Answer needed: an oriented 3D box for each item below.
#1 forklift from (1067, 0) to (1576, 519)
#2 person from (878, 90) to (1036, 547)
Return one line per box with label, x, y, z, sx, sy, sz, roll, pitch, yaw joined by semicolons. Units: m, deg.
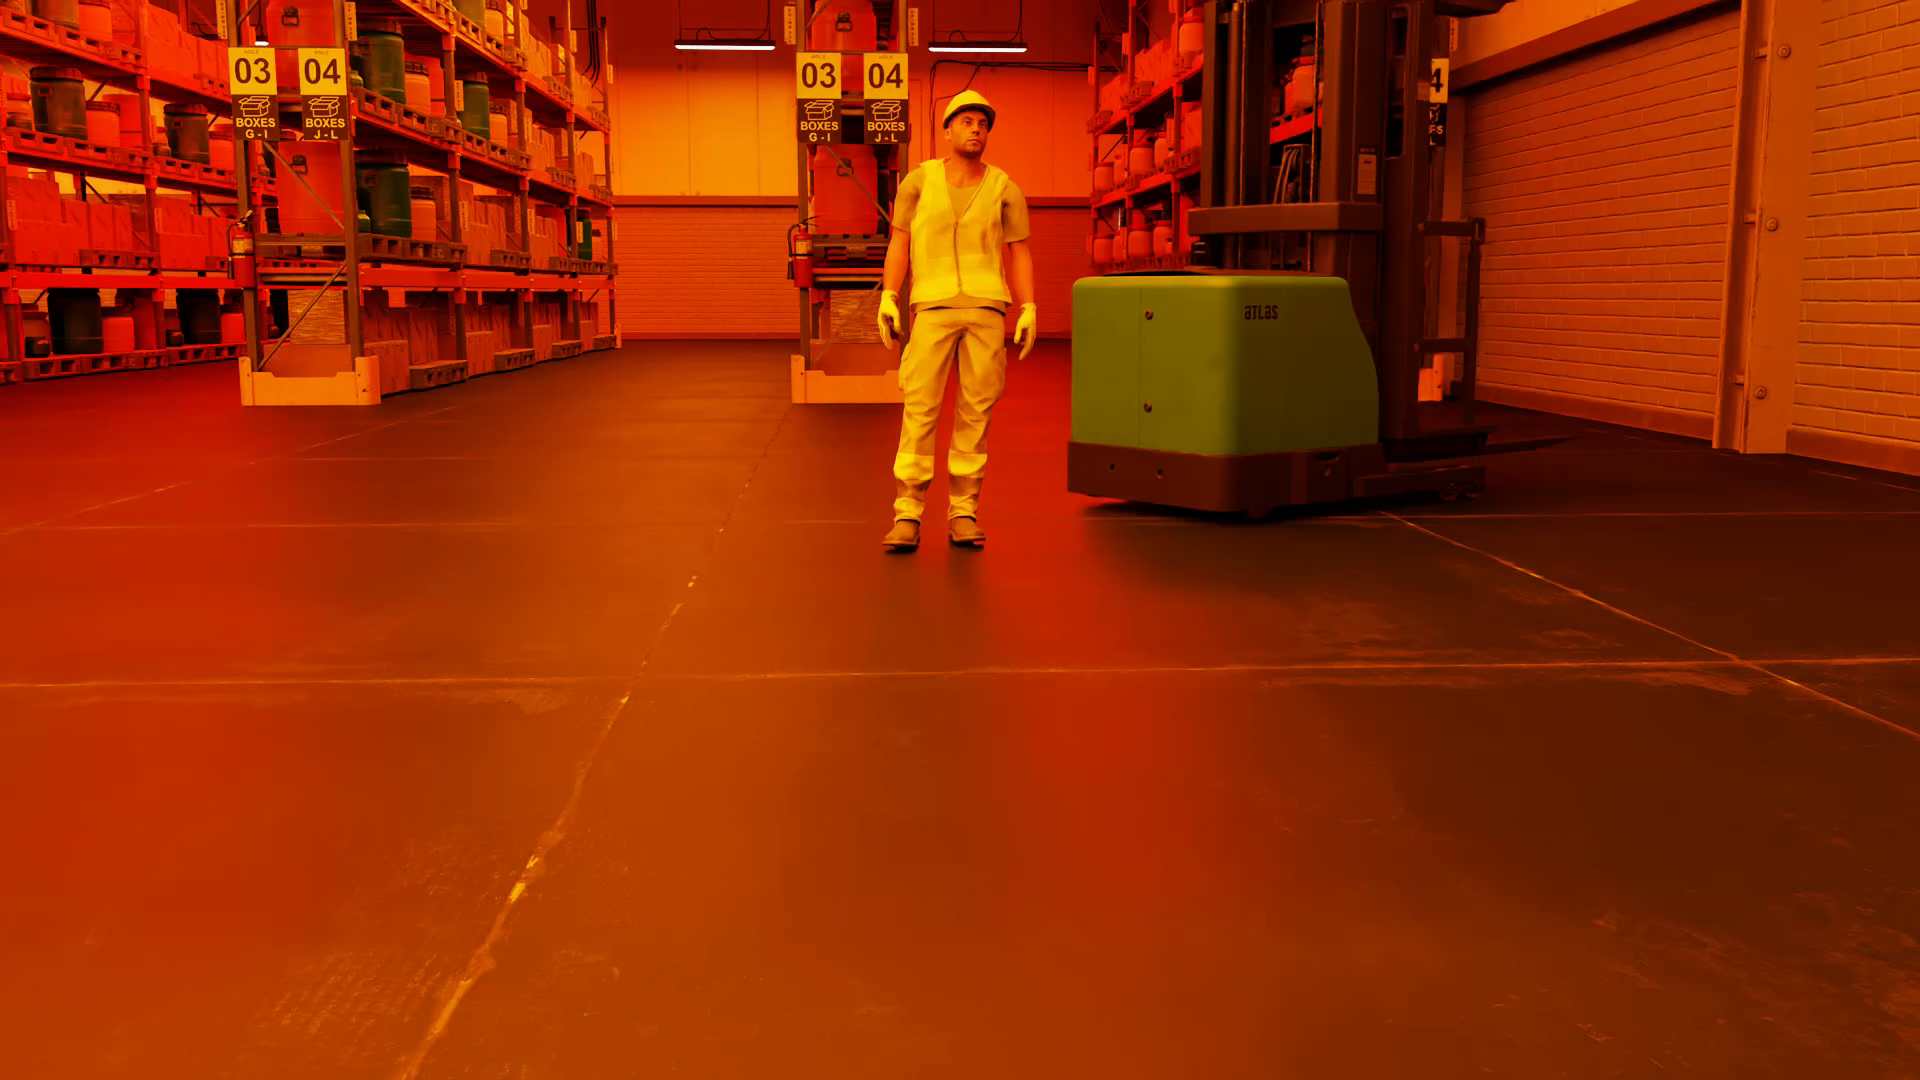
forklift;1.975;-1.691;8.220;3.031;2.935;1.130;-7;11;-38
person;-0.008;-0.881;6.597;0.638;1.788;0.563;-1;8;-4
